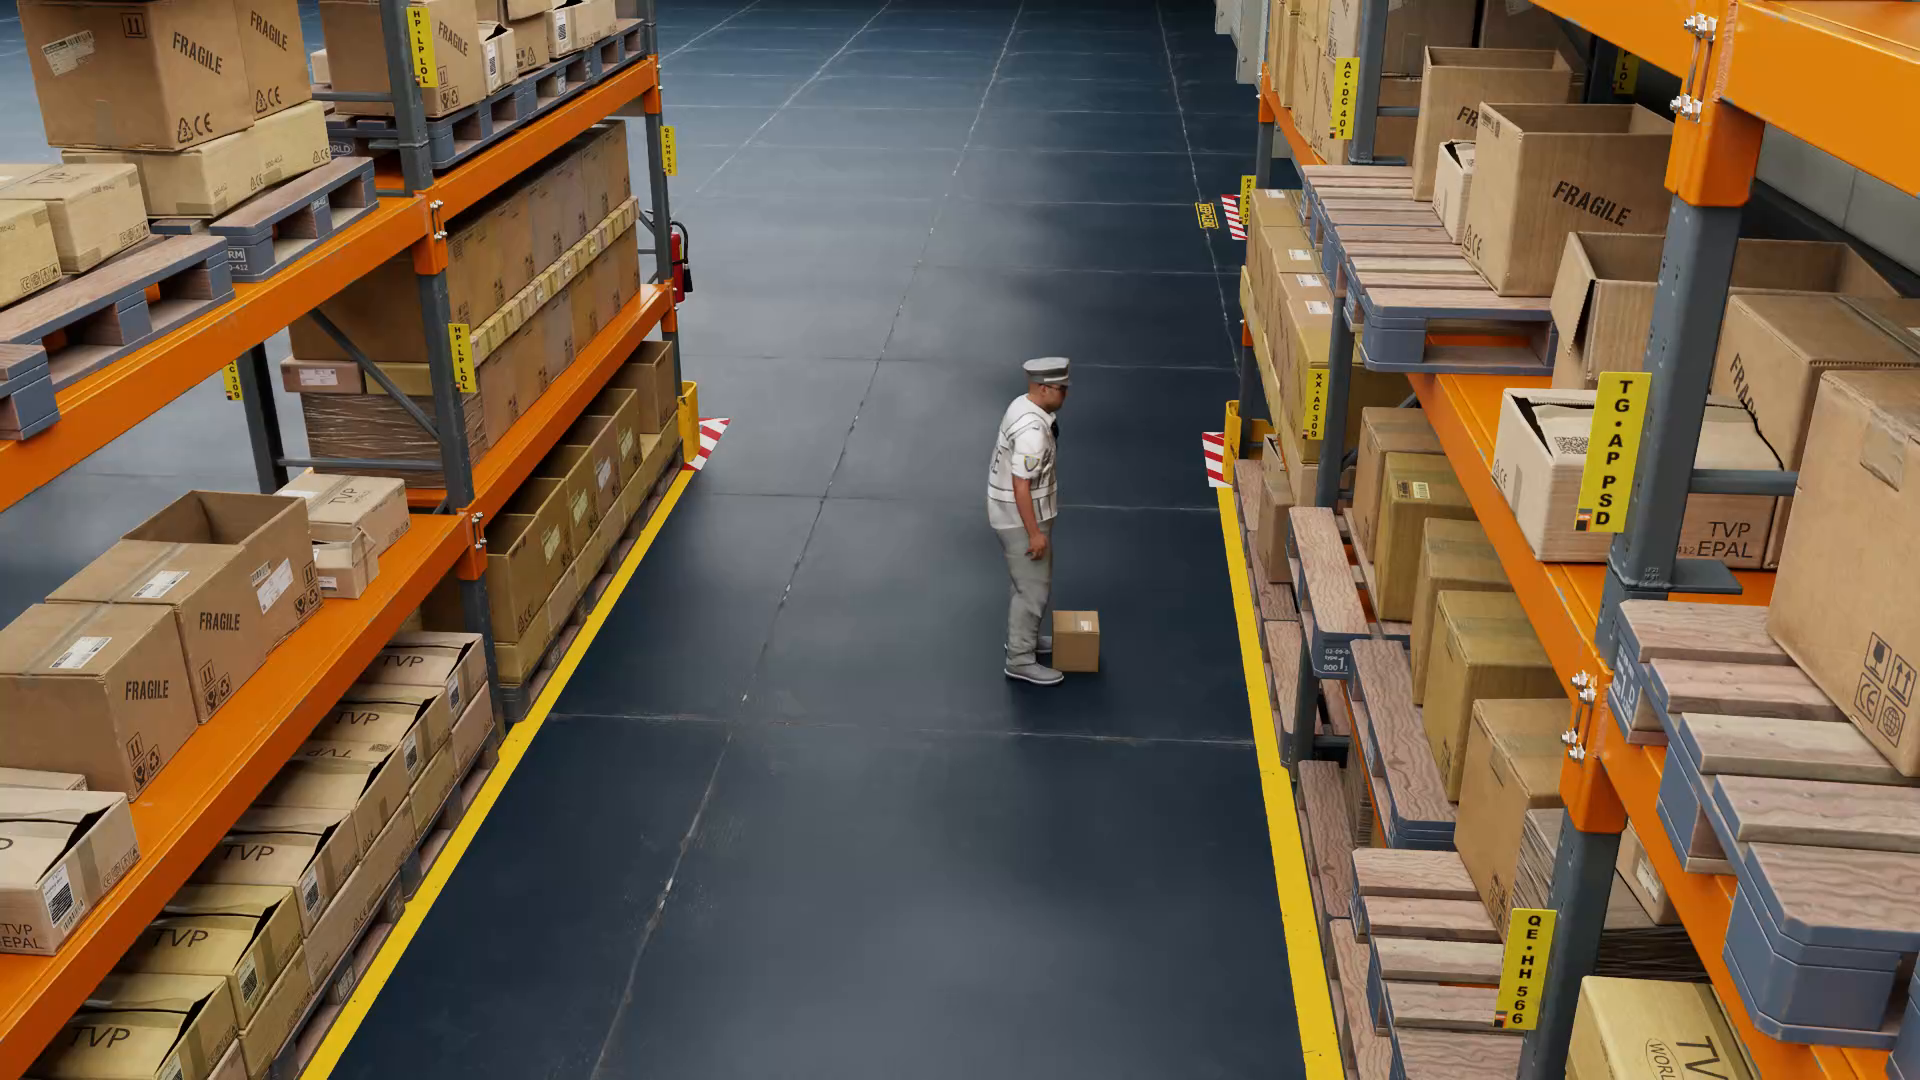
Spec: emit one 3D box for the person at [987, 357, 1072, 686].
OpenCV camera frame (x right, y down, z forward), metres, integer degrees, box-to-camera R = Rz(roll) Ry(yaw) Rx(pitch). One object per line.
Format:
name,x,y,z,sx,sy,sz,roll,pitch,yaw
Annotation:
person,0.363,-0.128,8.877,0.432,1.748,0.585,2,24,4
